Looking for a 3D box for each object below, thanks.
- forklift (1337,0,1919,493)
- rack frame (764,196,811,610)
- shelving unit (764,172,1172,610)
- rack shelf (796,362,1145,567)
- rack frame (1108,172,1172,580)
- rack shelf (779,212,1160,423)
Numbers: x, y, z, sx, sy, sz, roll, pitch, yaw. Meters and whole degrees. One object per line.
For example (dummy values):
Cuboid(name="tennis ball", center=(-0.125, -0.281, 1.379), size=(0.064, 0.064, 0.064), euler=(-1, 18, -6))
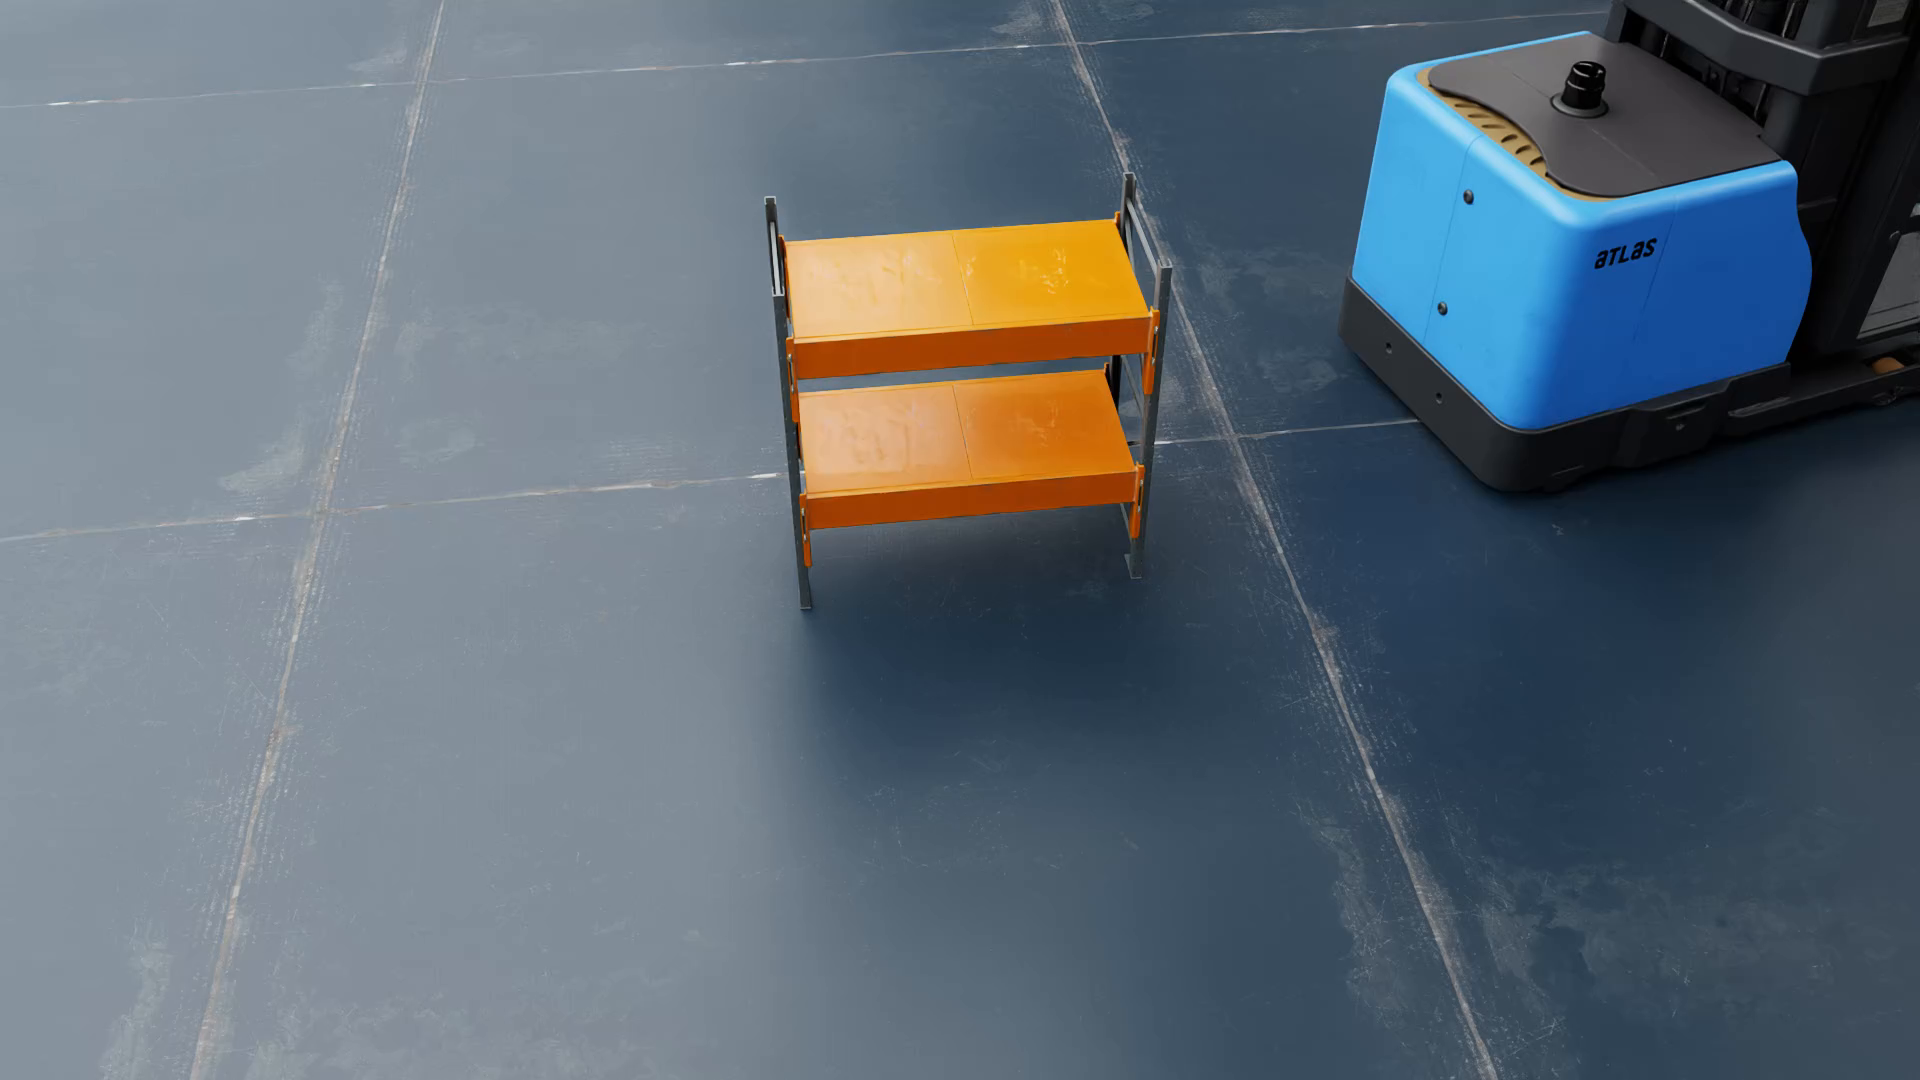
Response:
Cuboid(name="forklift", center=(2.924, -1.868, 5.133), size=(3.031, 2.935, 1.130), euler=(-15, 44, -16))
Cuboid(name="rack frame", center=(-0.497, -0.374, 4.825), size=(0.032, 1.125, 0.500), euler=(-5, 42, -6))
Cuboid(name="shelving unit", center=(0.007, -0.418, 4.874), size=(1.048, 1.125, 0.538), euler=(-5, 42, -6))
Cuboid(name="rack shelf", center=(0.007, -0.237, 5.038), size=(1.000, 0.278, 0.538), euler=(-5, 42, -6))
Cuboid(name="rack frame", center=(0.511, -0.462, 4.923), size=(0.032, 1.125, 0.500), euler=(-5, 42, -6))
Cuboid(name="rack shelf", center=(0.007, -0.636, 4.678), size=(1.000, 0.278, 0.538), euler=(-5, 42, -6))
